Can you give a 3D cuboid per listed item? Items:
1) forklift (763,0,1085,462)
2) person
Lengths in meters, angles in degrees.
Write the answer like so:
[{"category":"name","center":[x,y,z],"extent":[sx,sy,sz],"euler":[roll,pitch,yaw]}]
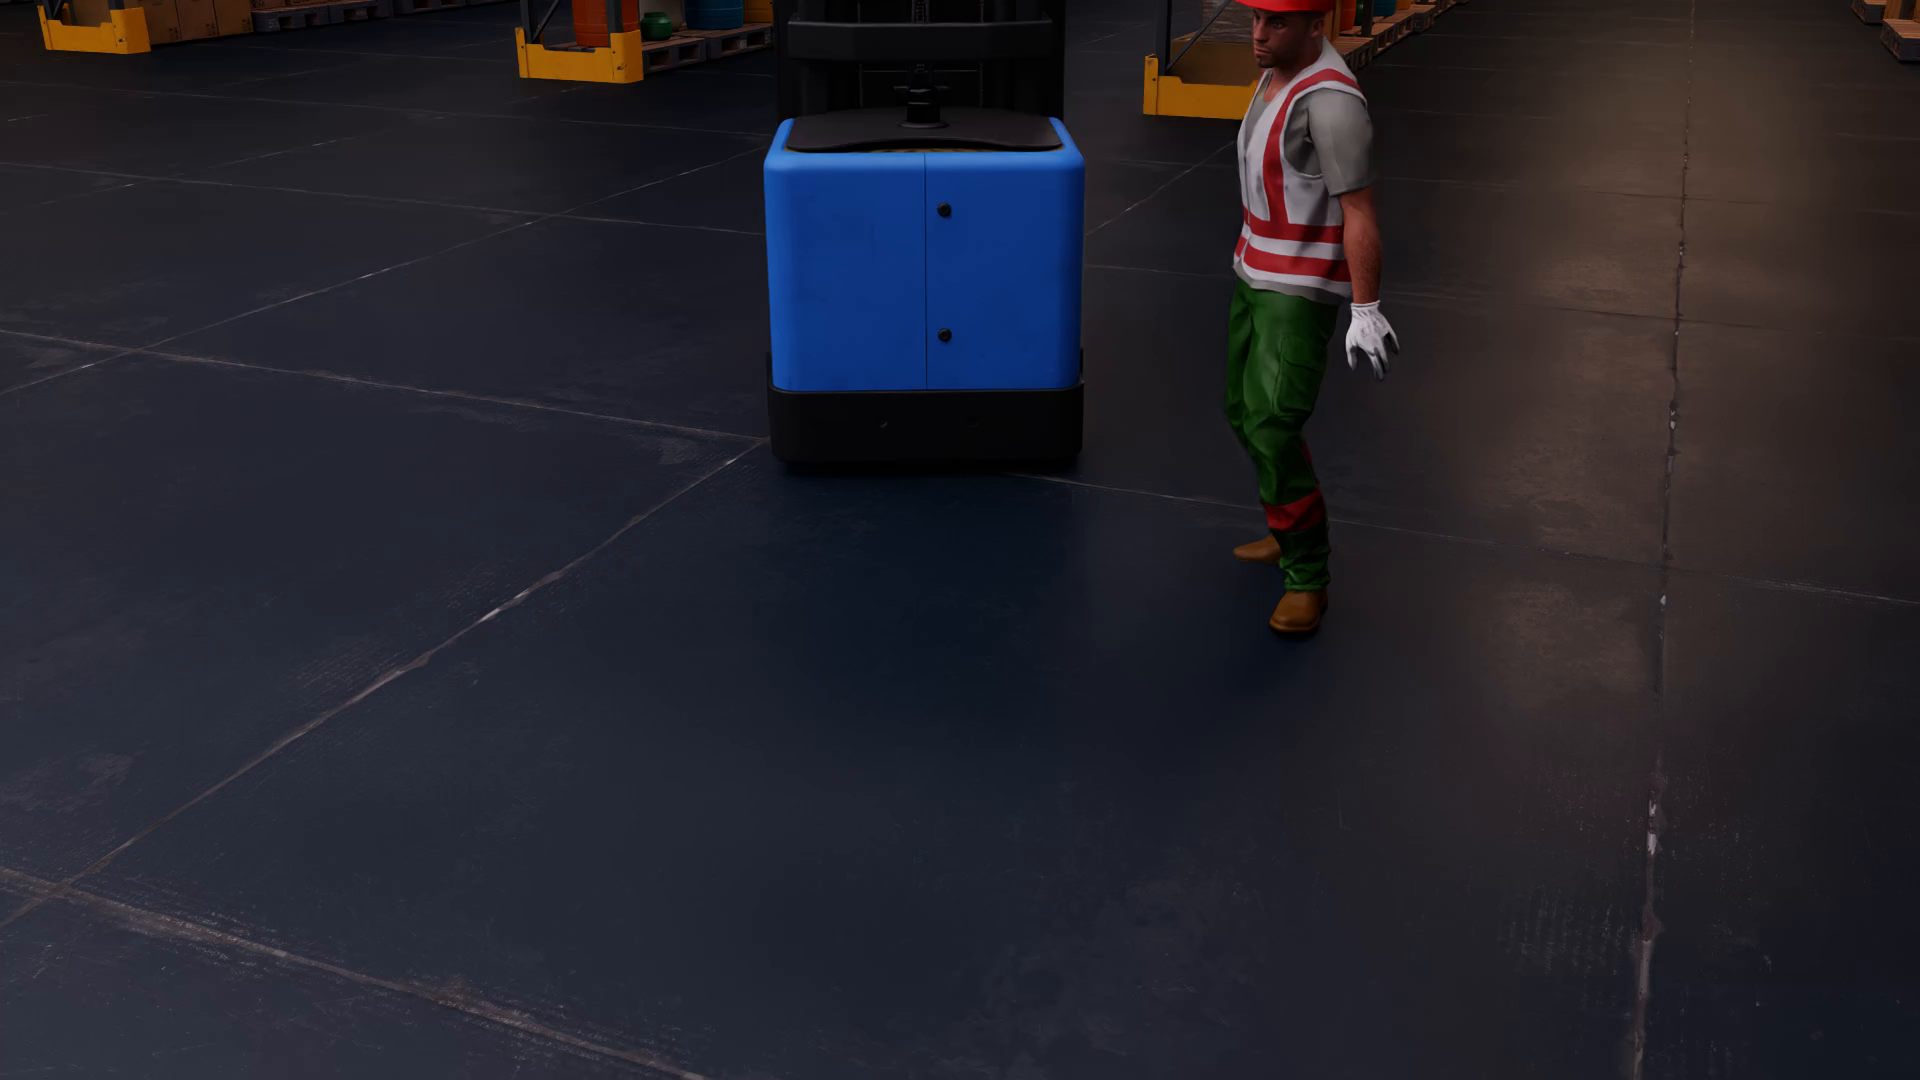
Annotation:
[{"category":"forklift","center":[-0.161,-2.134,6.399],"extent":[1.130,2.935,3.031],"euler":[-1,23,-2]},{"category":"person","center":[0.897,-0.690,4.525],"extent":[0.460,1.750,0.885],"euler":[-3,23,-6]}]
